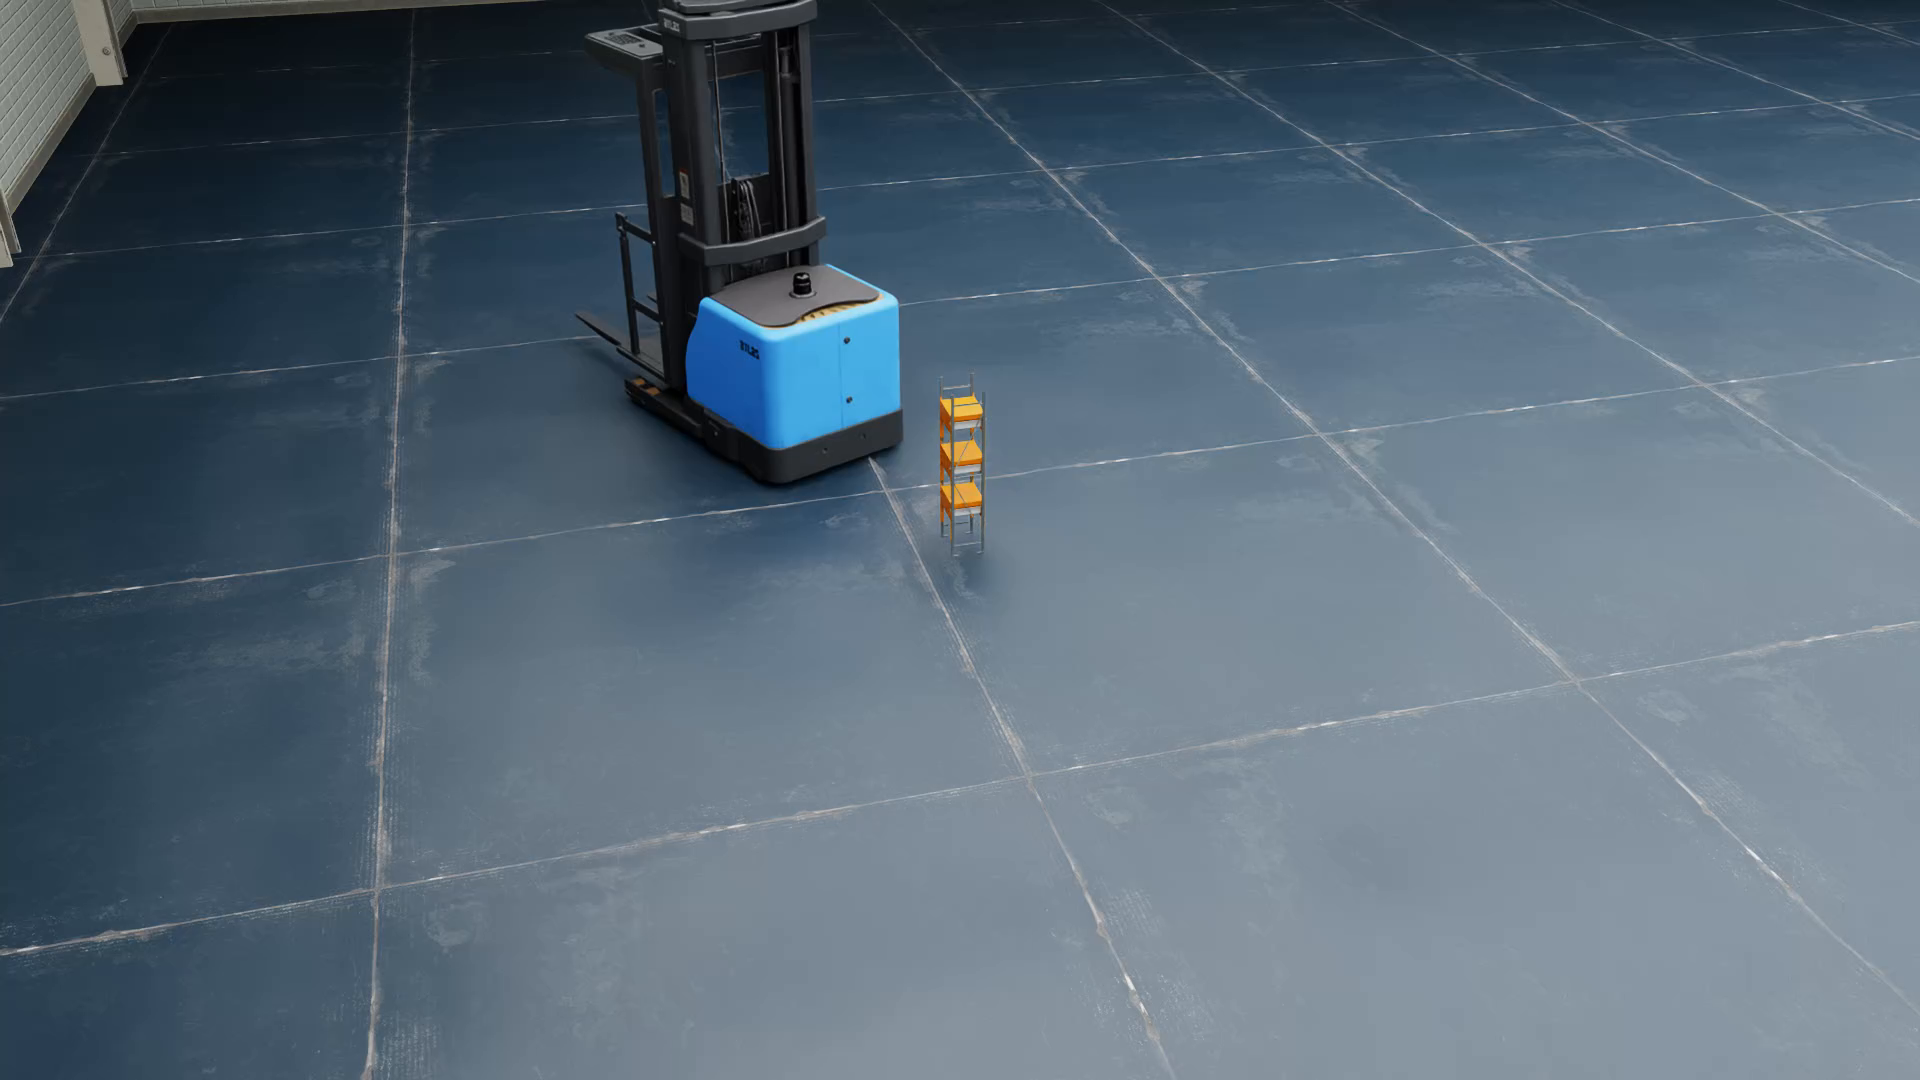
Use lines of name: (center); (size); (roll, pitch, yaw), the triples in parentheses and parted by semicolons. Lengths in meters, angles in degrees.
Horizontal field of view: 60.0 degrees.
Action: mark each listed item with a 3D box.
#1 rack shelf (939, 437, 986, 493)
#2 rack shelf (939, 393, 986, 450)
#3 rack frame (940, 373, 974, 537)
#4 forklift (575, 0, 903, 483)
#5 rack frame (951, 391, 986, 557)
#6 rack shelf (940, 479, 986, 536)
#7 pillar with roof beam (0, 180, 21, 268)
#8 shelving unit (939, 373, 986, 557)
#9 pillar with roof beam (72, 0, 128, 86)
rack shelf: (0.014, -0.419, 9.679); (0.215, 0.259, 0.240); (-8, 31, -13)
rack shelf: (0.014, -0.665, 9.537); (0.215, 0.259, 0.240); (-8, 31, -13)
rack frame: (-0.018, -0.487, 9.775); (0.200, 1.050, 0.008); (-8, 31, -13)
forklift: (-1.687, -2.296, 11.022); (1.130, 2.935, 3.031); (-22, 37, -33)
rack frame: (0.047, -0.370, 9.572); (0.200, 1.050, 0.008); (-8, 31, -13)
rack shelf: (0.014, -0.179, 9.818); (0.215, 0.259, 0.240); (-8, 31, -13)
pillar with roof beam: (-4.002, -6.835, 12.808); (9.100, 9.000, 0.400); (-8, 31, -13)
shelving unit: (0.014, -0.429, 9.673); (0.215, 1.050, 0.252); (-8, 31, -13)
pillar with roof beam: (-5.594, -9.733, 17.814); (9.100, 9.000, 0.400); (-8, 31, -13)
